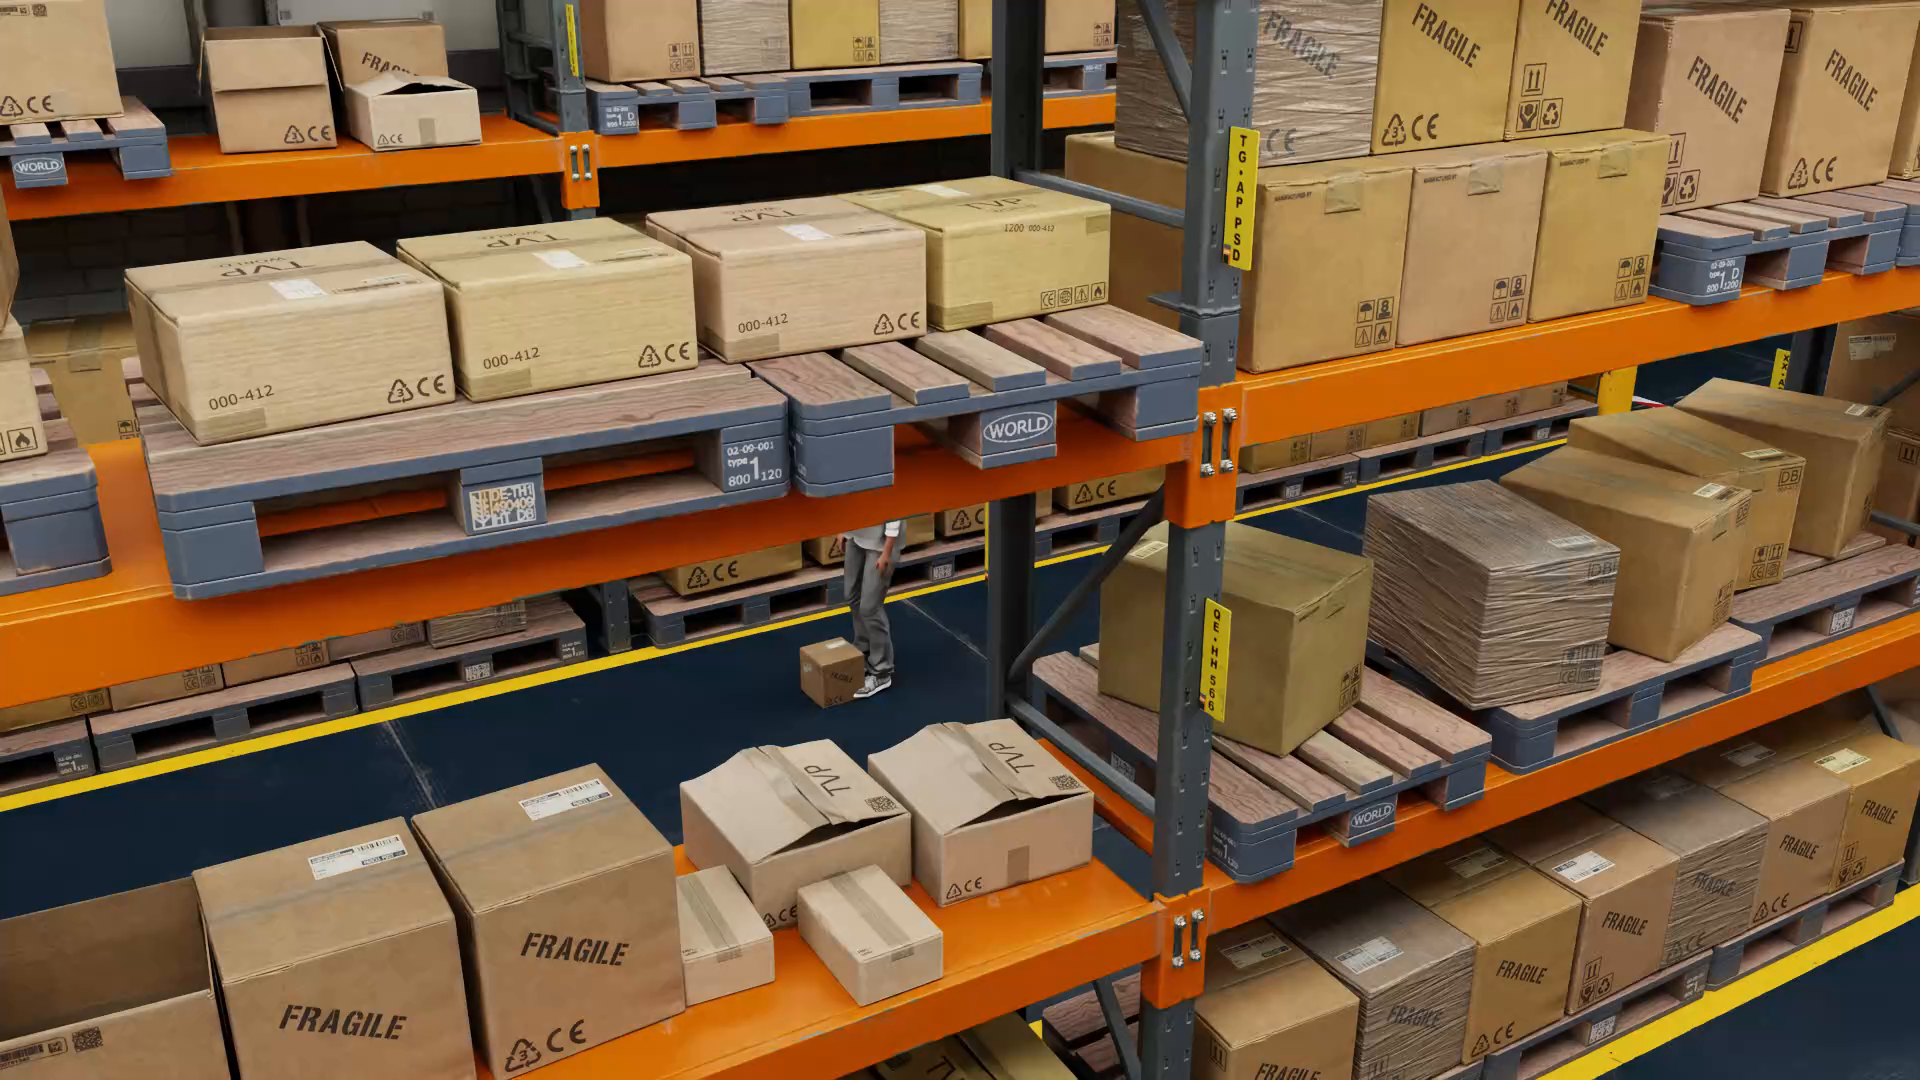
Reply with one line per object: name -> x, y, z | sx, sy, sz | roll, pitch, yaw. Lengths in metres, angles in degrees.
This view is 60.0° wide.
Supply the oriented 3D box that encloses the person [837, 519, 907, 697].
person -> -0.477, 0.030, 8.542 | 0.370, 1.582, 0.485 | -14, 26, -31
